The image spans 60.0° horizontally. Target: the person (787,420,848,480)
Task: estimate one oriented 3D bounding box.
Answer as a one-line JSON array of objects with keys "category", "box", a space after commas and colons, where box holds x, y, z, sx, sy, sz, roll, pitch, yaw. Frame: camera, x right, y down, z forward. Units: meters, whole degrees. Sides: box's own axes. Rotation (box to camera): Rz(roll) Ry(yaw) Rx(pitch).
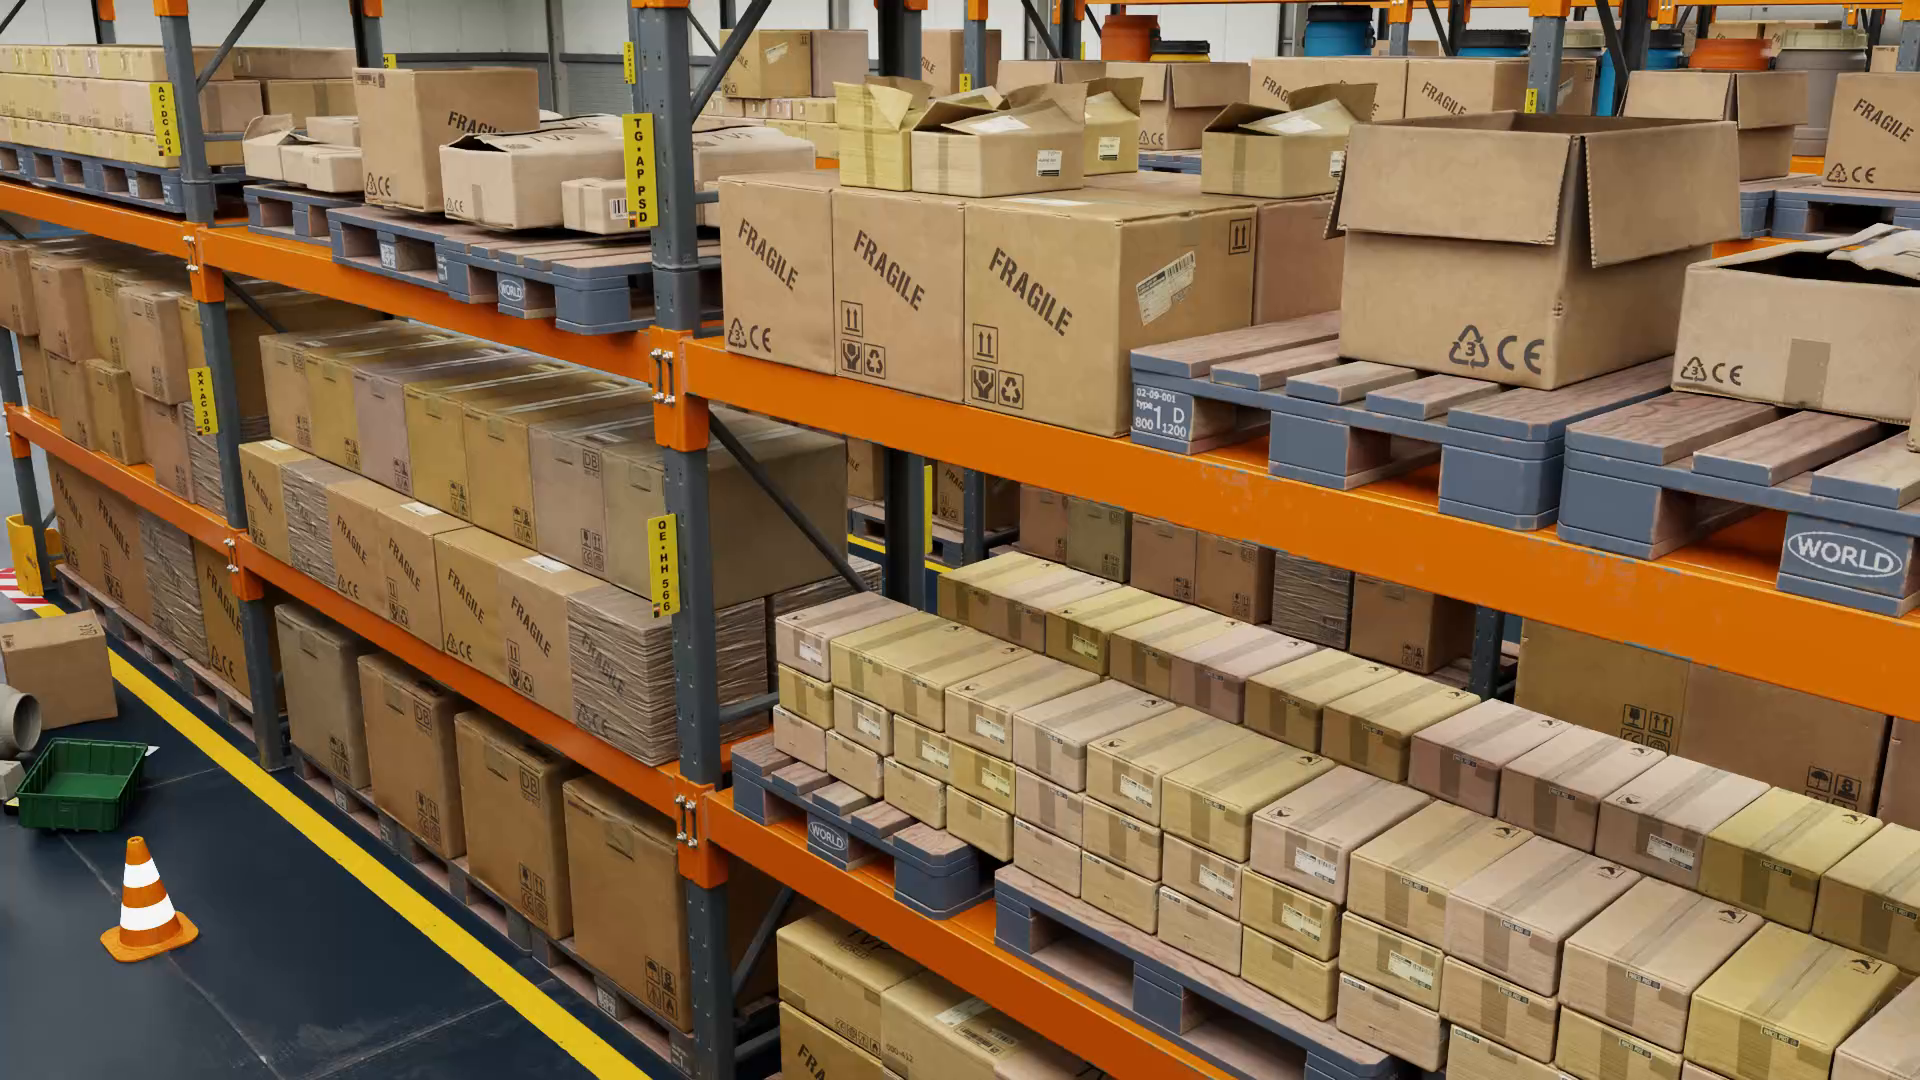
[{"category": "person", "box": [-0.921, -0.043, 9.746, 0.567, 1.765, 0.378, -15, 22, -40]}]
